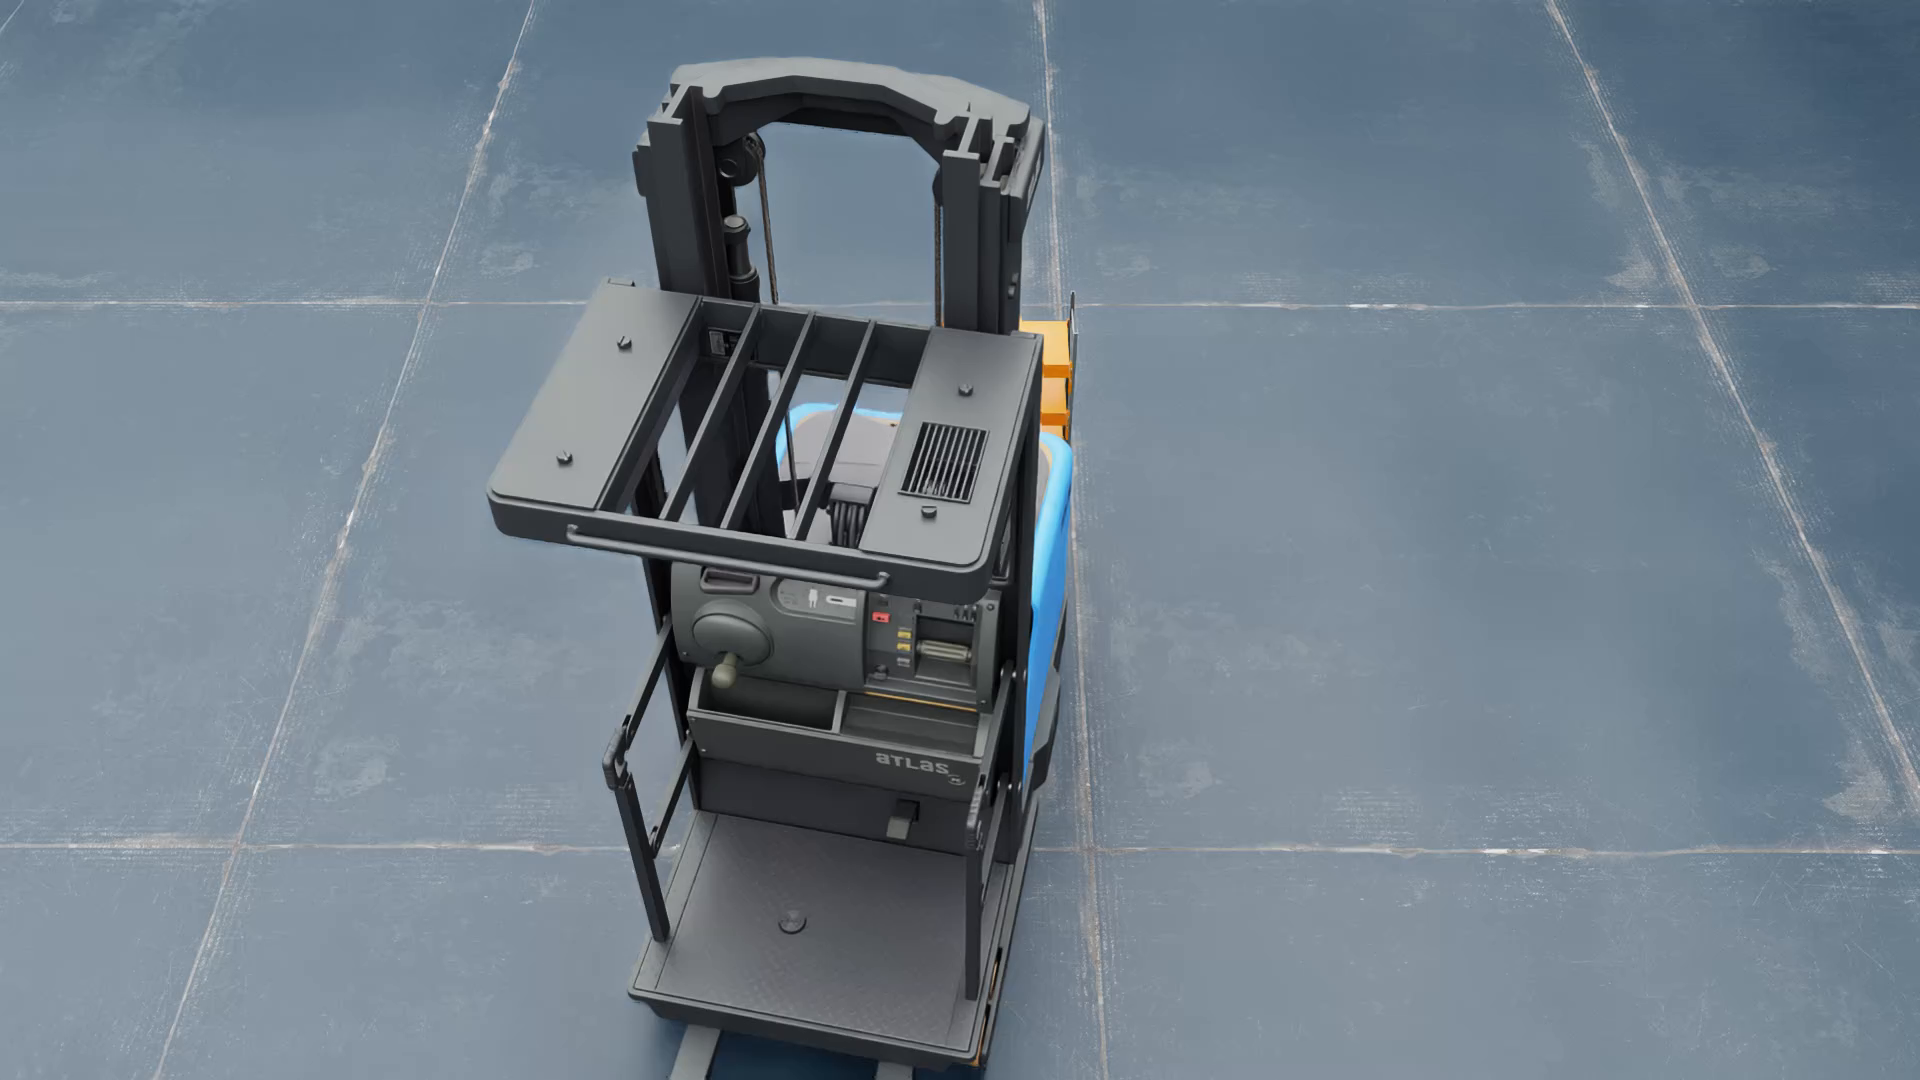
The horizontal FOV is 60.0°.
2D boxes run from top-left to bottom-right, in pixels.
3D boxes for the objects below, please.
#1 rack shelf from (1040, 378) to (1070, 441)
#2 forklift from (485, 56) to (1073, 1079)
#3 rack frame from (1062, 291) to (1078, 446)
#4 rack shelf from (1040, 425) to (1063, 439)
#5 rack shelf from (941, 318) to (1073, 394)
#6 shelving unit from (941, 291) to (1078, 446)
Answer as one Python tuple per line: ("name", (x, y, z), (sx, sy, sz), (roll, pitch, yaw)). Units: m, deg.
("rack shelf", (0.166, -0.515, 6.277), (0.480, 0.148, 0.258), (0, 47, 0))
("forklift", (-0.394, 0.360, 4.494), (1.130, 2.935, 3.031), (8, 48, 8))
("rack frame", (0.410, -0.408, 6.391), (0.015, 1.200, 0.240), (0, 47, 0))
("rack shelf", (0.166, -0.363, 6.440), (0.480, 0.148, 0.258), (0, 47, 0))
("rack shelf", (0.166, -0.676, 6.104), (0.480, 0.148, 0.258), (0, 47, 0))
("shelving unit", (0.166, -0.408, 6.391), (0.503, 1.200, 0.258), (0, 47, 0))
